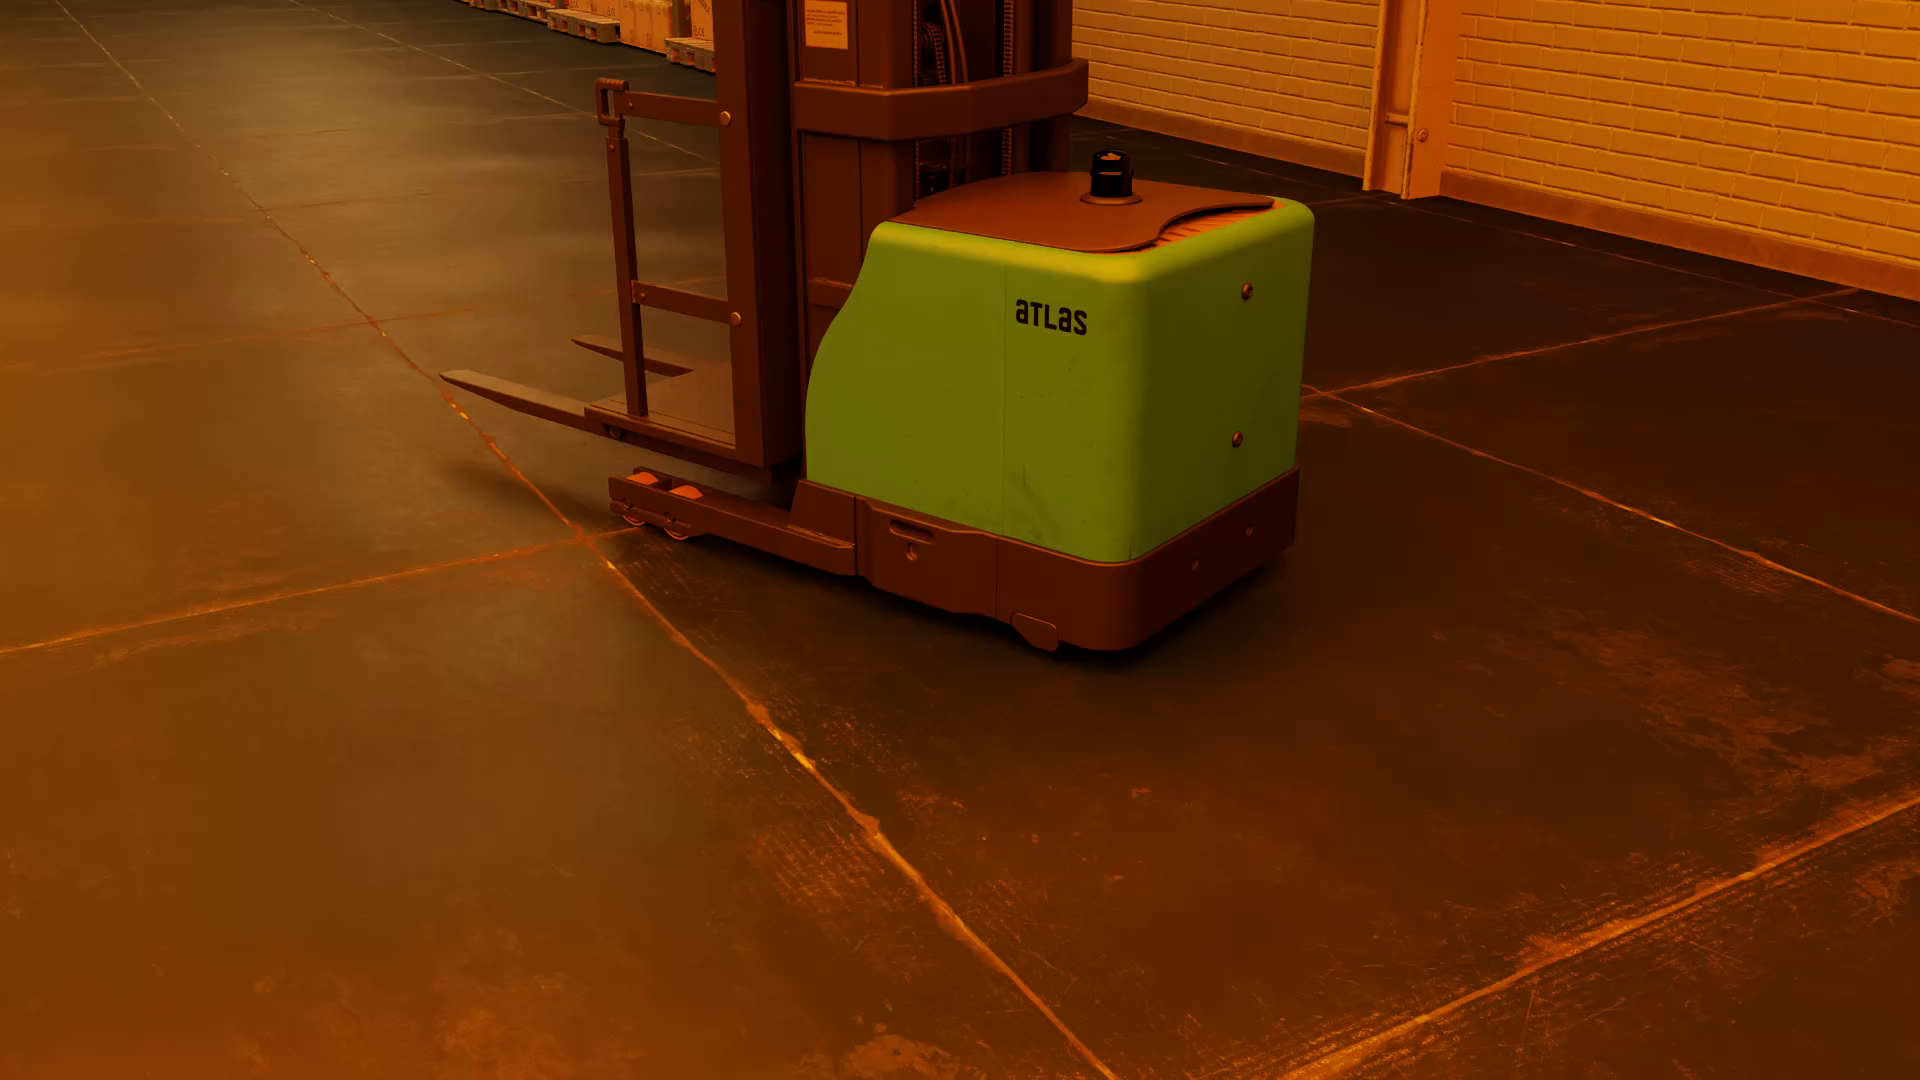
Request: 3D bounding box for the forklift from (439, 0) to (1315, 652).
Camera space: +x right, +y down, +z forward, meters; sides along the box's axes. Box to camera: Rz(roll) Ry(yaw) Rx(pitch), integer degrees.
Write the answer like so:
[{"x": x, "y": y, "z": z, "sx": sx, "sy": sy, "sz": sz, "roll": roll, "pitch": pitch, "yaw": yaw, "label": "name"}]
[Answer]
[{"x": -0.481, "y": -1.497, "z": 4.922, "sx": 3.031, "sy": 2.935, "sz": 1.130, "roll": 16, "pitch": 27, "yaw": 34, "label": "forklift"}]
